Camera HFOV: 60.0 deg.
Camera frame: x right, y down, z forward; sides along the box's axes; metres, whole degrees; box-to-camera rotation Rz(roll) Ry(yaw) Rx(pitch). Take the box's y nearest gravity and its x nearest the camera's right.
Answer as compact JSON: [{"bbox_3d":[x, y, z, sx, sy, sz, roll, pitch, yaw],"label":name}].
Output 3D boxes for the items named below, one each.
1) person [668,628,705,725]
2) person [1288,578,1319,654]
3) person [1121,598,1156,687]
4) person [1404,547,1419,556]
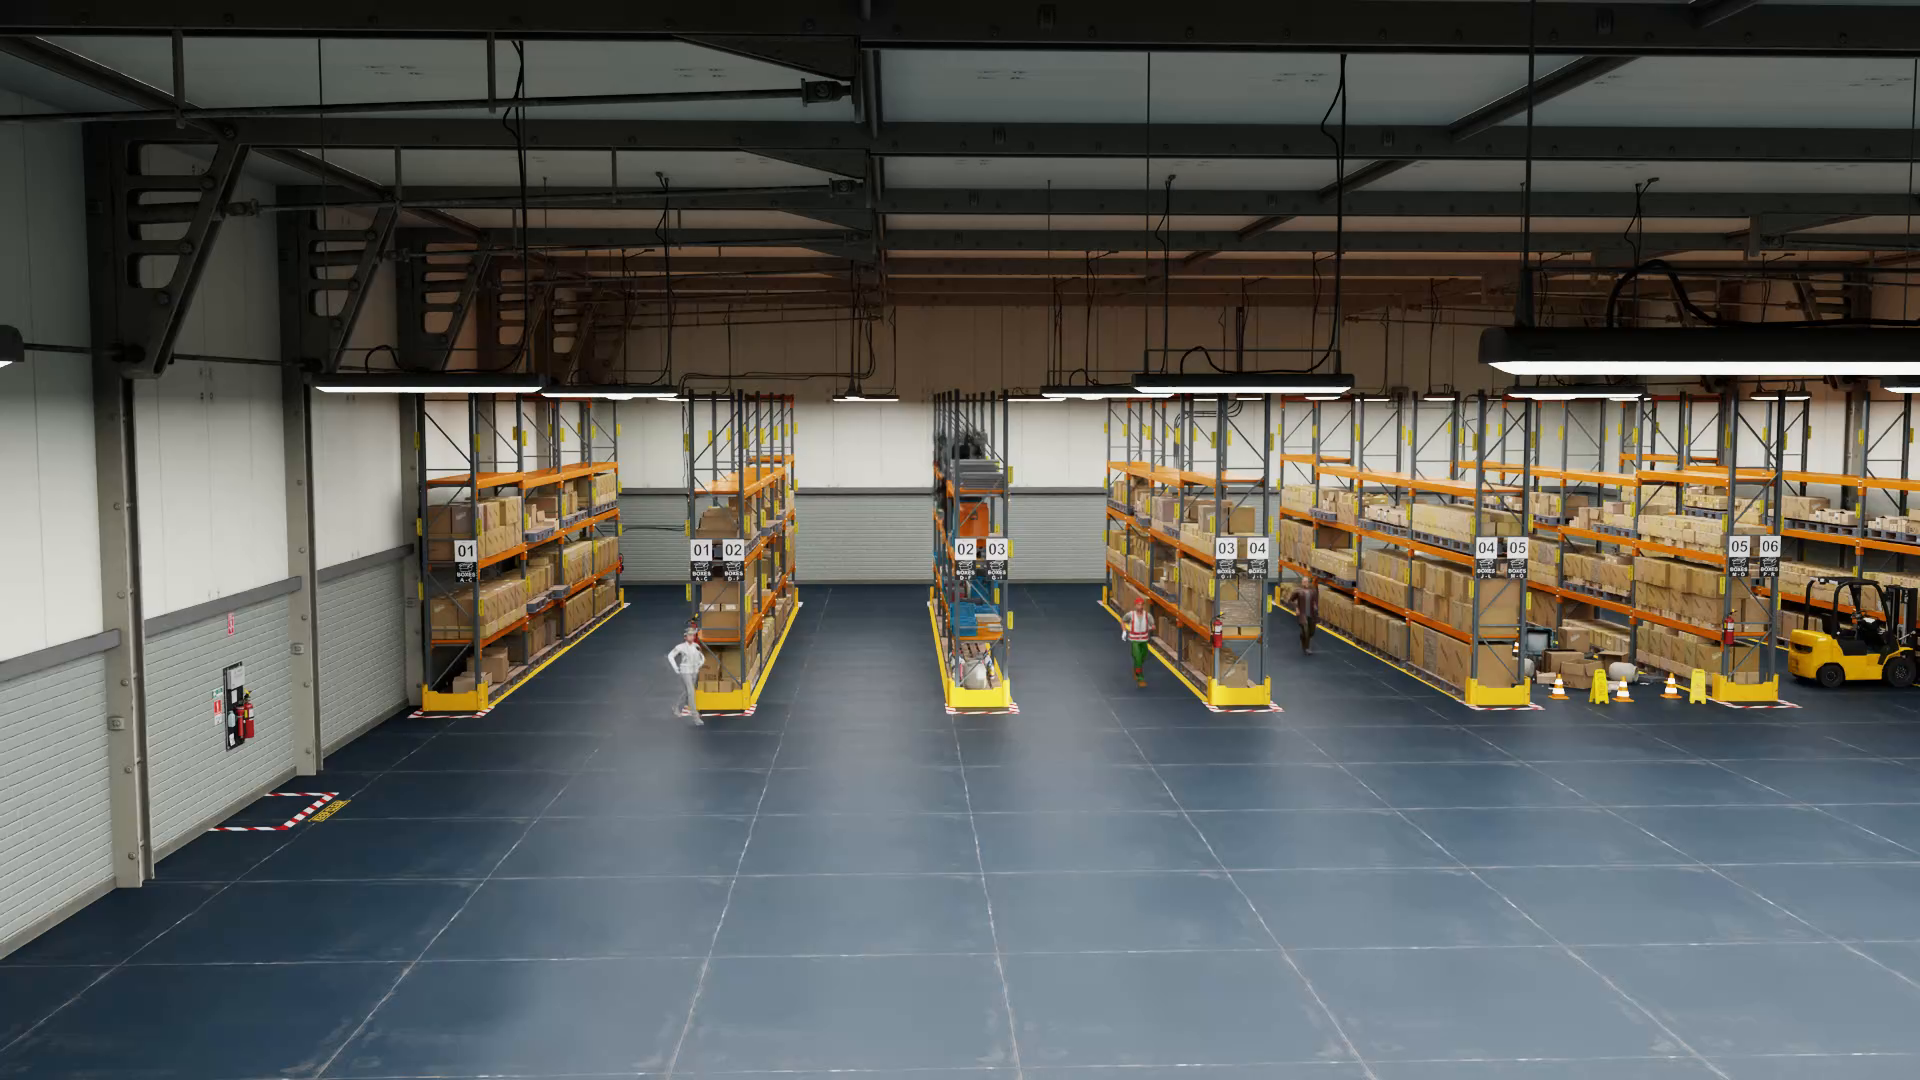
[{"bbox_3d":[-4.874,2.431,30.022,0.878,1.719,0.656,4,6,38],"label":"person"},{"bbox_3d":[7.937,1.731,38.311,0.715,1.735,0.826,-1,5,-11],"label":"person"},{"bbox_3d":[3.630,2.046,33.774,0.661,1.769,0.993,-1,5,-11],"label":"person"},{"bbox_3d":[13.280,0.833,49.268,0.756,1.739,0.693,1,5,7],"label":"person"}]
